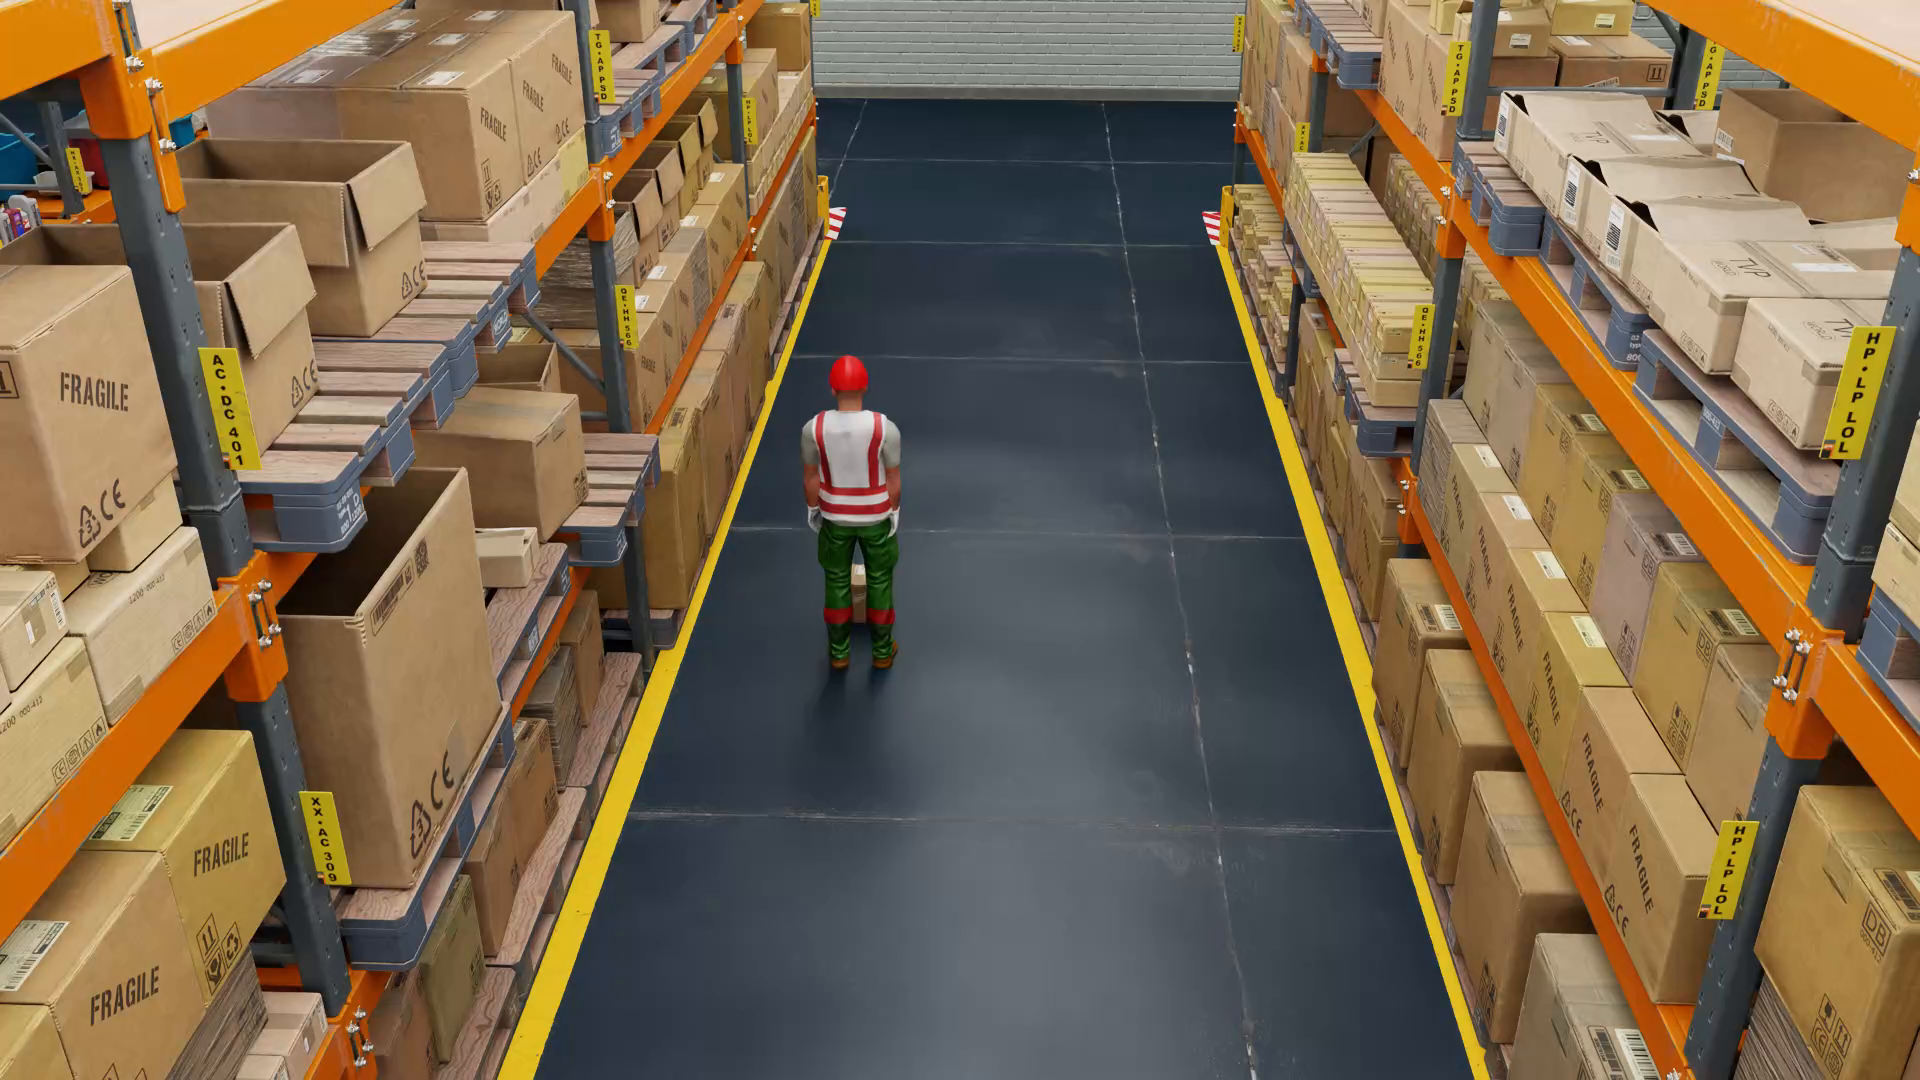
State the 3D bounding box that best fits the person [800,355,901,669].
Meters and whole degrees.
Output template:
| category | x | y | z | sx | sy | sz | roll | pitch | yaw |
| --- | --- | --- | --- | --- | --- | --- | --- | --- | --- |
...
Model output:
| category | x | y | z | sx | sy | sz | roll | pitch | yaw |
| --- | --- | --- | --- | --- | --- | --- | --- | --- | --- |
| person | -0.565 | -0.138 | 8.864 | 0.526 | 1.782 | 0.341 | 1 | 28 | 3 |
